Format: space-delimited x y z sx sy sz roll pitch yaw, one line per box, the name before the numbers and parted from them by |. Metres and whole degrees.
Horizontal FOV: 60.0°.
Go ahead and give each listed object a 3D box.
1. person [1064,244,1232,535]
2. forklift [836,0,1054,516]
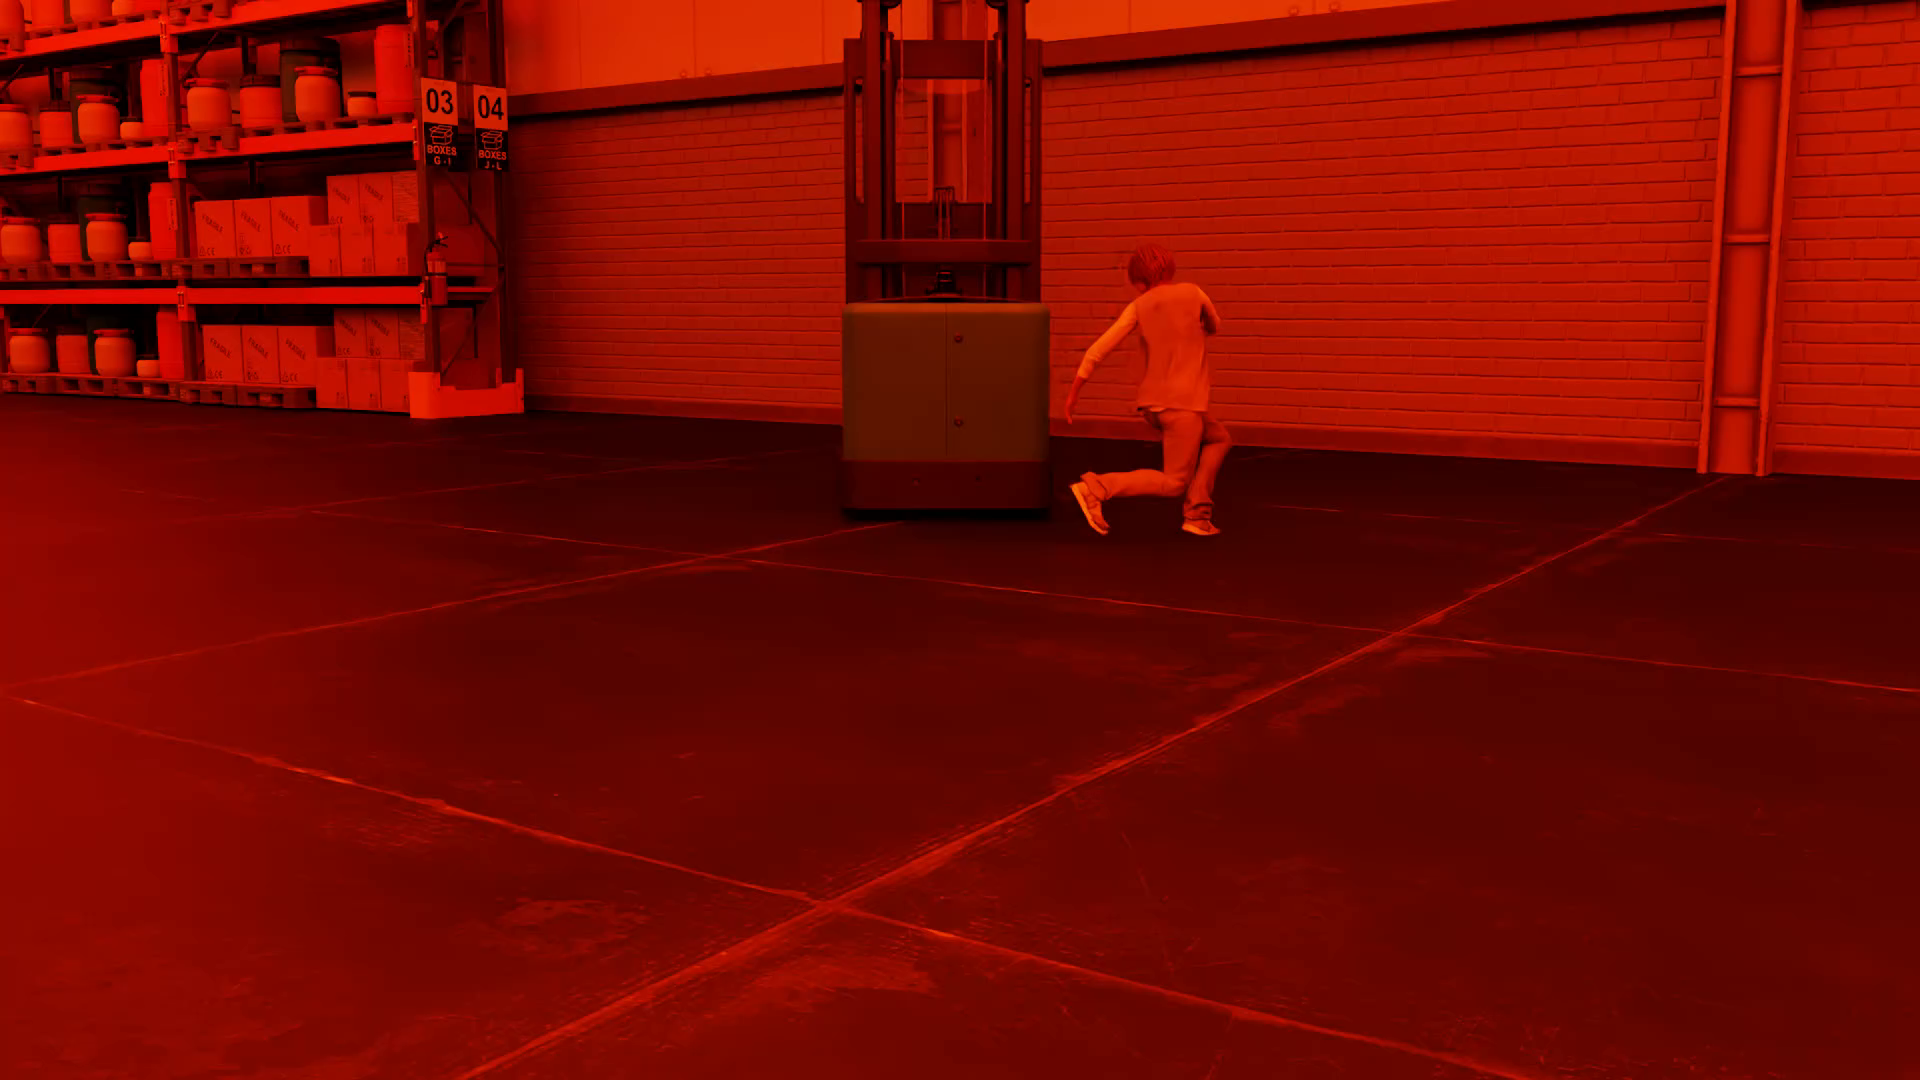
person | 0.866 -0.667 7.649 0.848 1.375 0.576 -6 10 -38
forklift | -0.099 -1.745 9.463 1.130 2.935 3.031 0 8 -1
